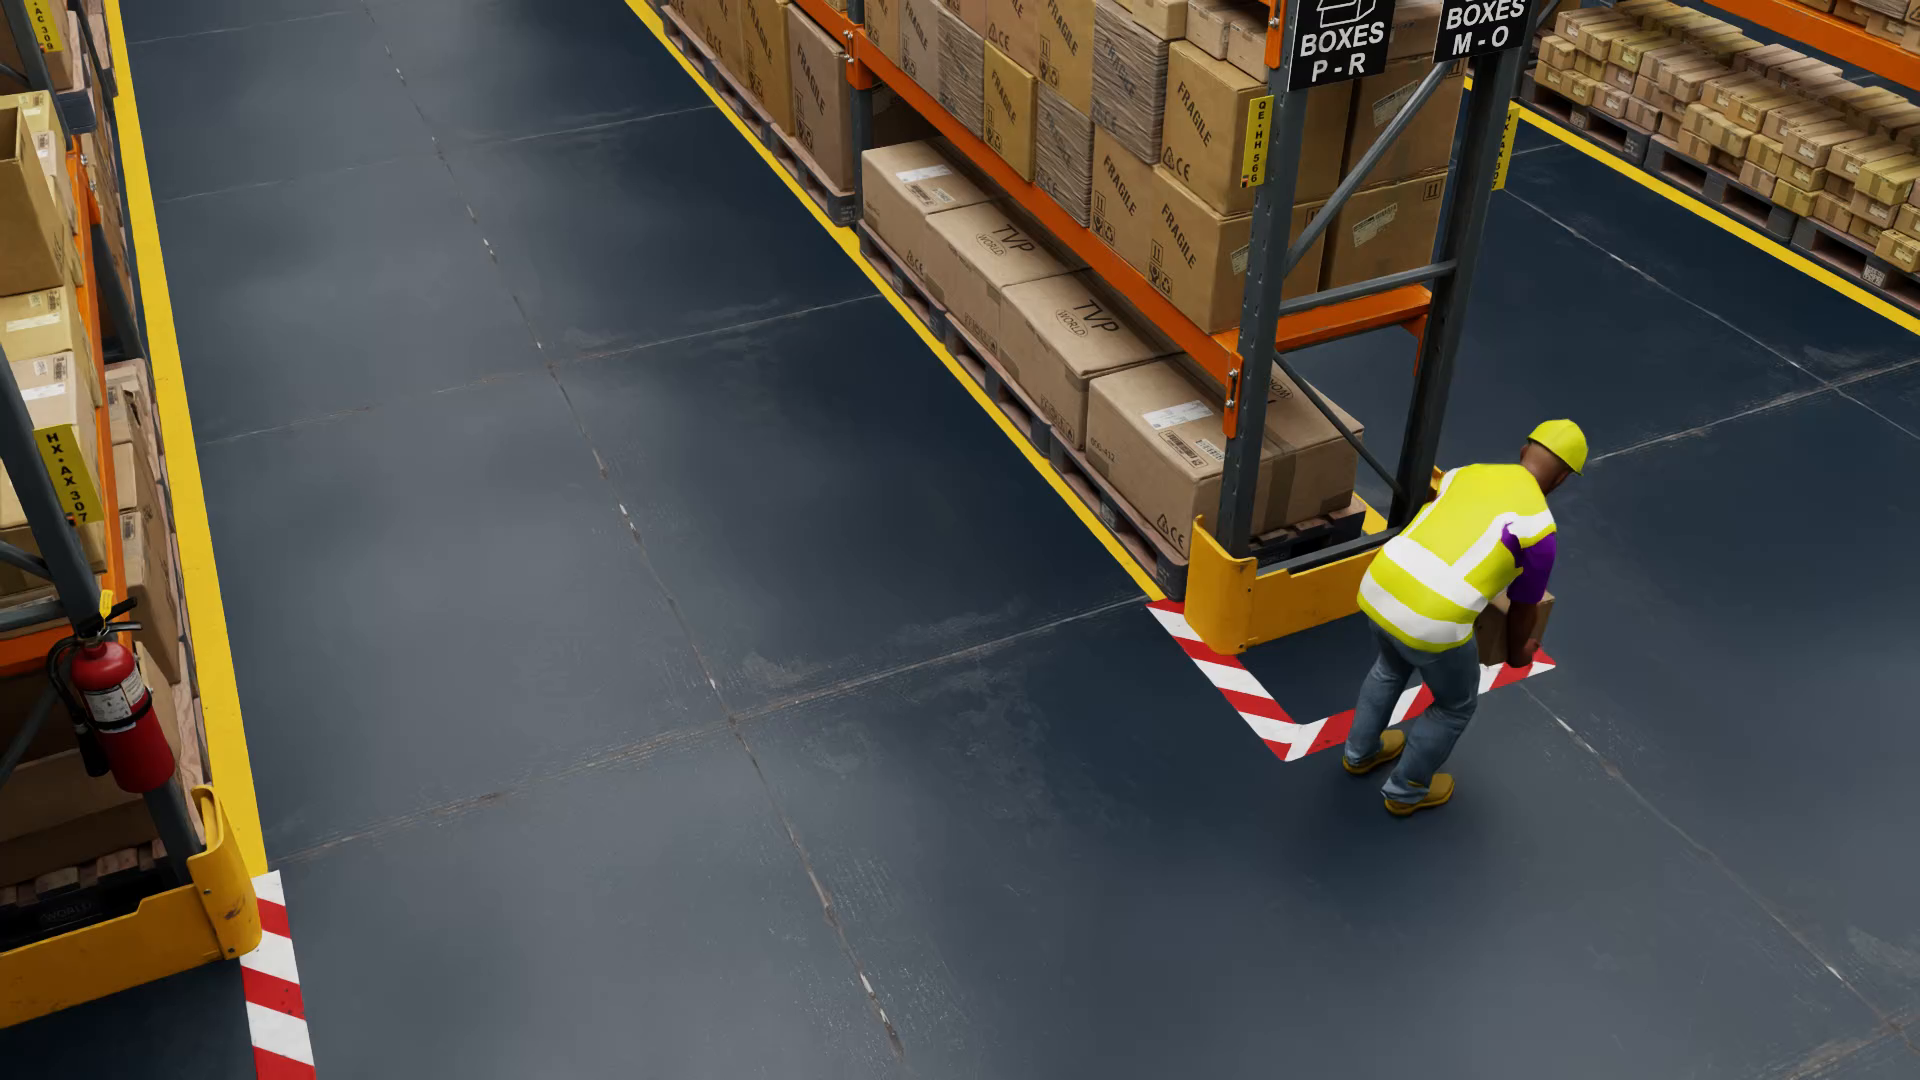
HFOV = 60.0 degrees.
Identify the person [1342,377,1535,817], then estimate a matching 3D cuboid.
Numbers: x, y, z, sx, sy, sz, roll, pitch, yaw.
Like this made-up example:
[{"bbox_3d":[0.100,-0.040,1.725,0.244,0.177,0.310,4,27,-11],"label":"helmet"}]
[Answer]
[{"bbox_3d":[1.720,0.186,5.892,0.577,1.755,0.506,-20,41,-24],"label":"person"}]
